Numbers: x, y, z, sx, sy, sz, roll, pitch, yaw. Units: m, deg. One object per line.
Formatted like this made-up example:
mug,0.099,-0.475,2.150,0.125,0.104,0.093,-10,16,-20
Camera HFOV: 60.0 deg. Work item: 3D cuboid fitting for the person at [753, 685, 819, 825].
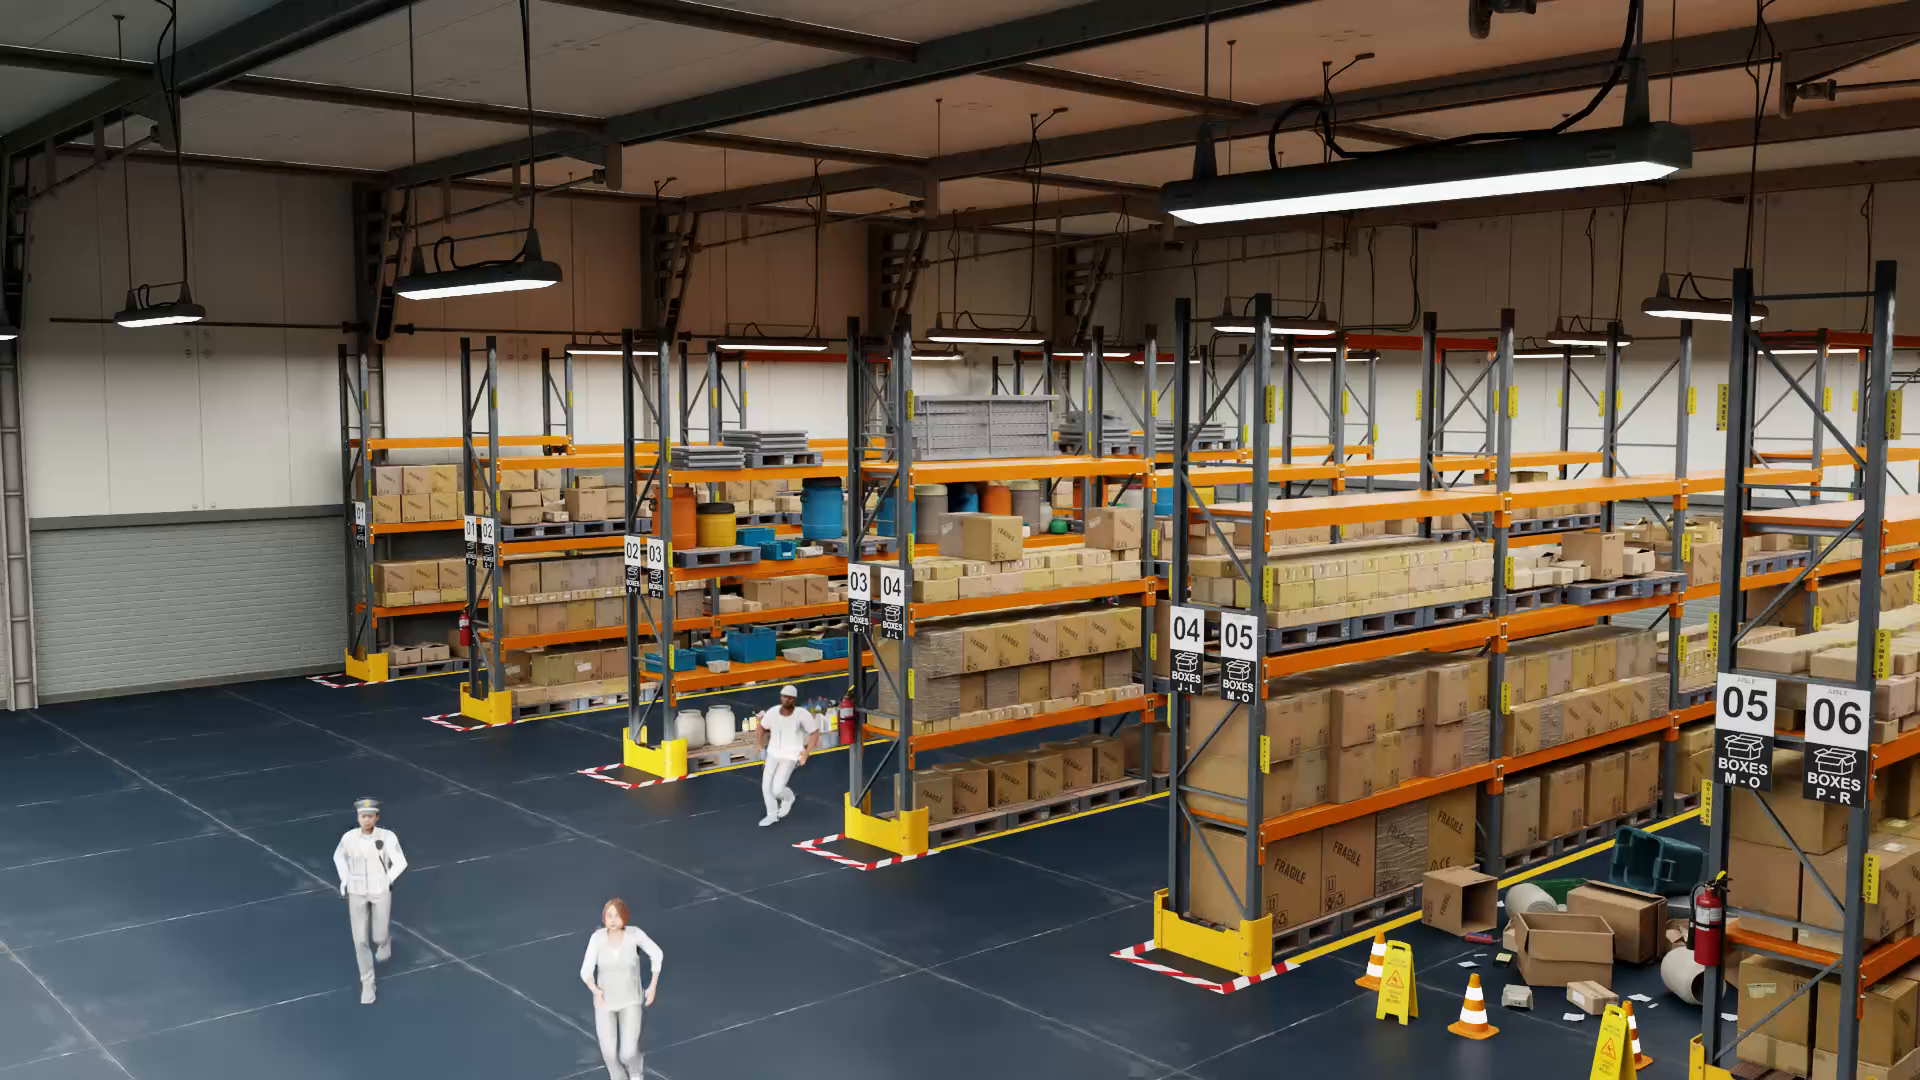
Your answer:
person,-2.089,2.557,19.730,0.757,1.702,0.522,2,6,23

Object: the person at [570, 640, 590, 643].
person,-6.640,1.657,29.478,0.694,1.748,0.804,5,7,42

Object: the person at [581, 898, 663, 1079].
person,-2.417,3.322,11.844,0.566,1.559,0.545,0,5,-4

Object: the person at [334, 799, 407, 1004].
person,-5.101,3.054,14.384,0.618,1.696,0.843,-1,5,-12
